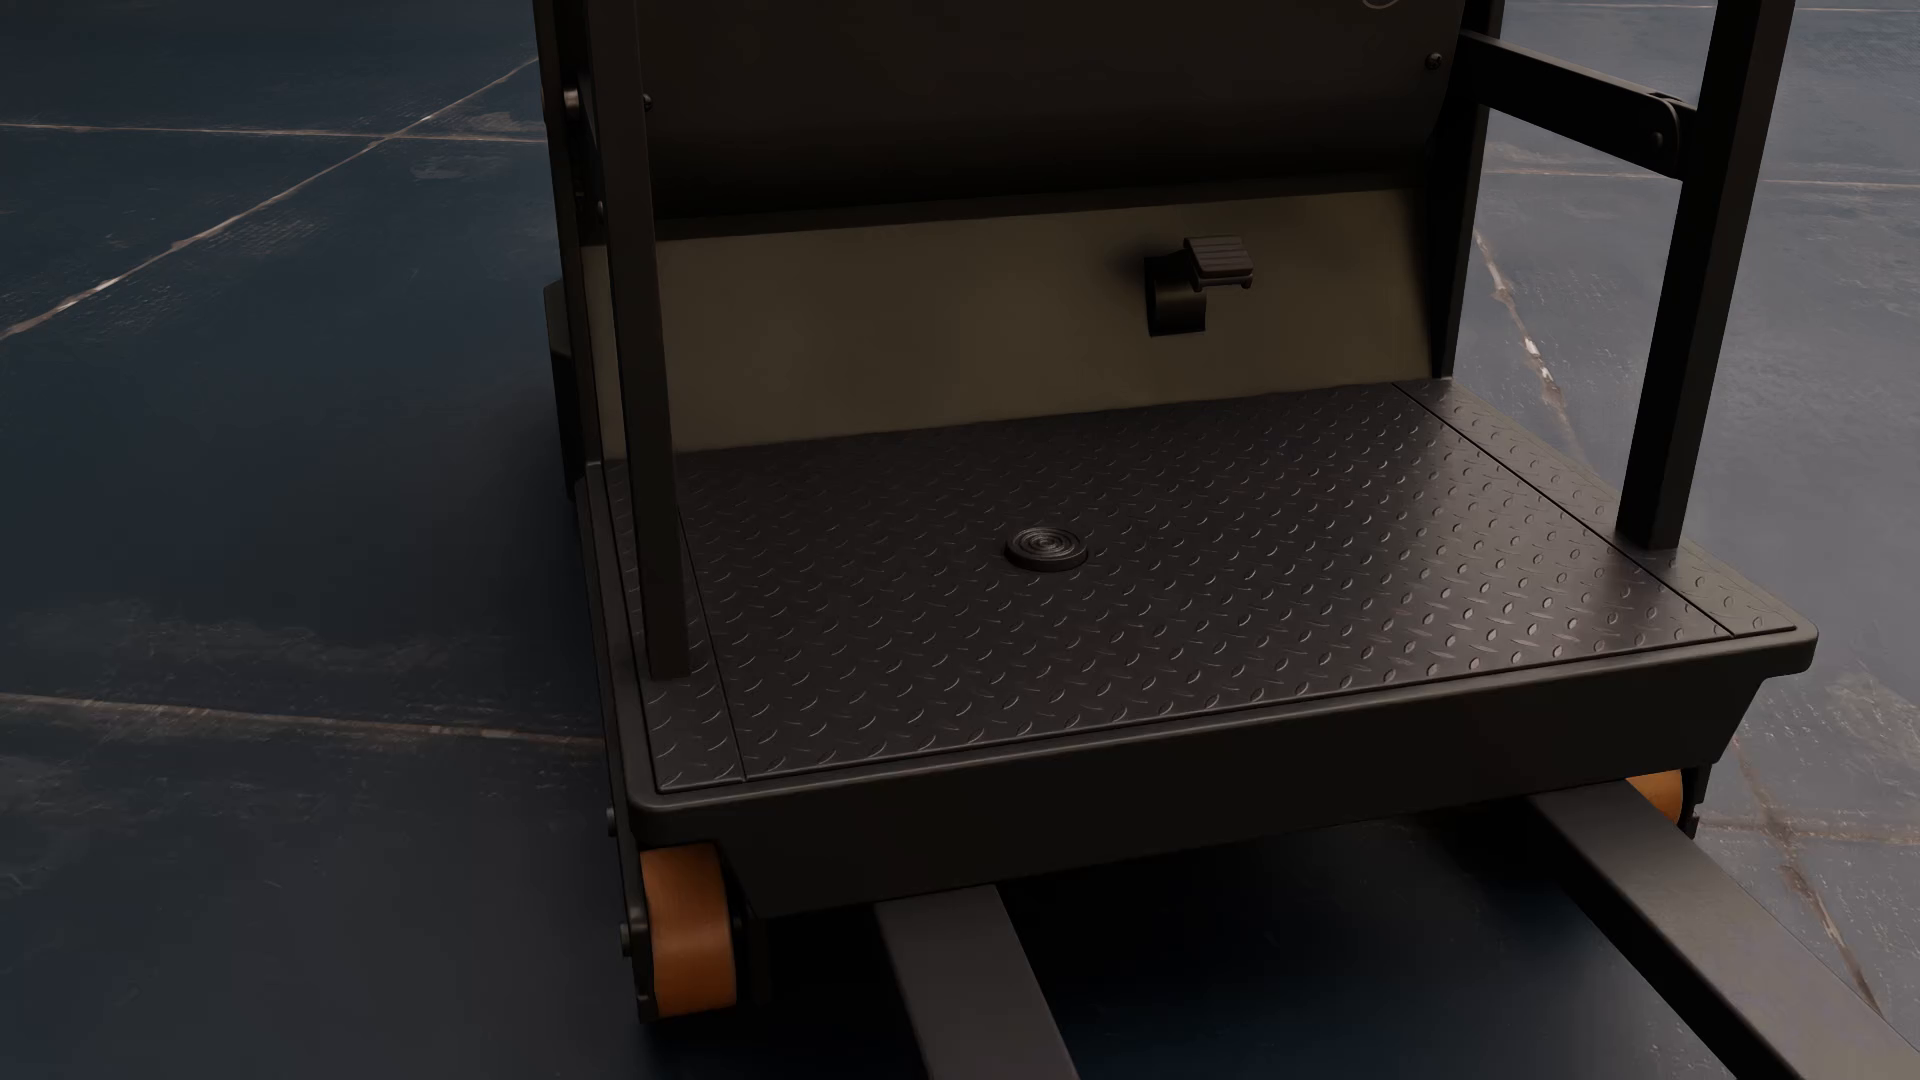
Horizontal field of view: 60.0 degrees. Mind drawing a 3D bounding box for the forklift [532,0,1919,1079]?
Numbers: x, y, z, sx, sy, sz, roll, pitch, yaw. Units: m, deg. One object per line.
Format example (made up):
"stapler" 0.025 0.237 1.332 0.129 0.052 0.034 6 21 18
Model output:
"forklift" 0.153 -1.049 1.319 1.130 2.935 3.031 -7 27 -13
